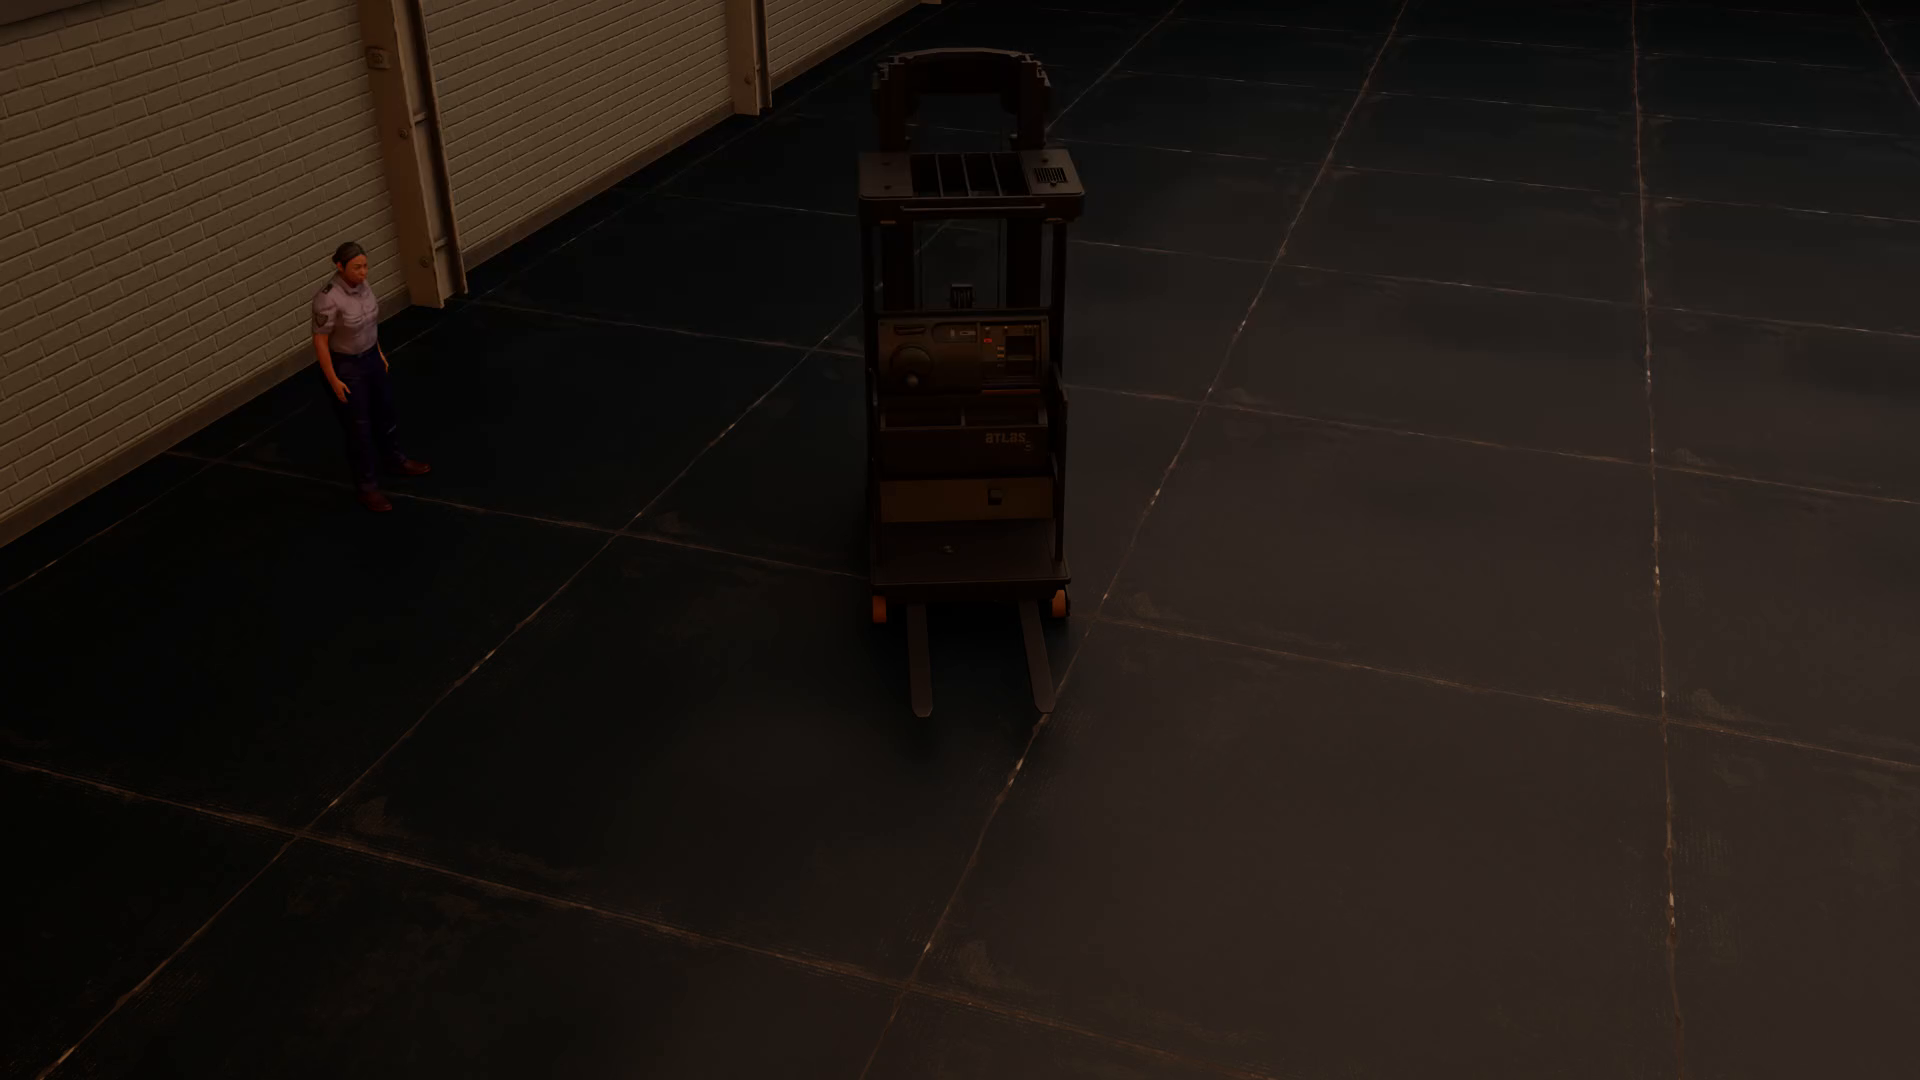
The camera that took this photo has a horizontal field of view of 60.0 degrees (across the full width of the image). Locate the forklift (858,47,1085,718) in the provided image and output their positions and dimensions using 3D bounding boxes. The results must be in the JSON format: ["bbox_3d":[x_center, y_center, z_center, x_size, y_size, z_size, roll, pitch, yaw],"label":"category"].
[{"bbox_3d":[0.035,-0.972,8.842,1.130,2.935,3.031,-2,30,-3],"label":"forklift"}]

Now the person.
[{"bbox_3d":[-3.696,-1.053,10.285,0.430,1.657,0.626,8,31,14],"label":"person"}]
